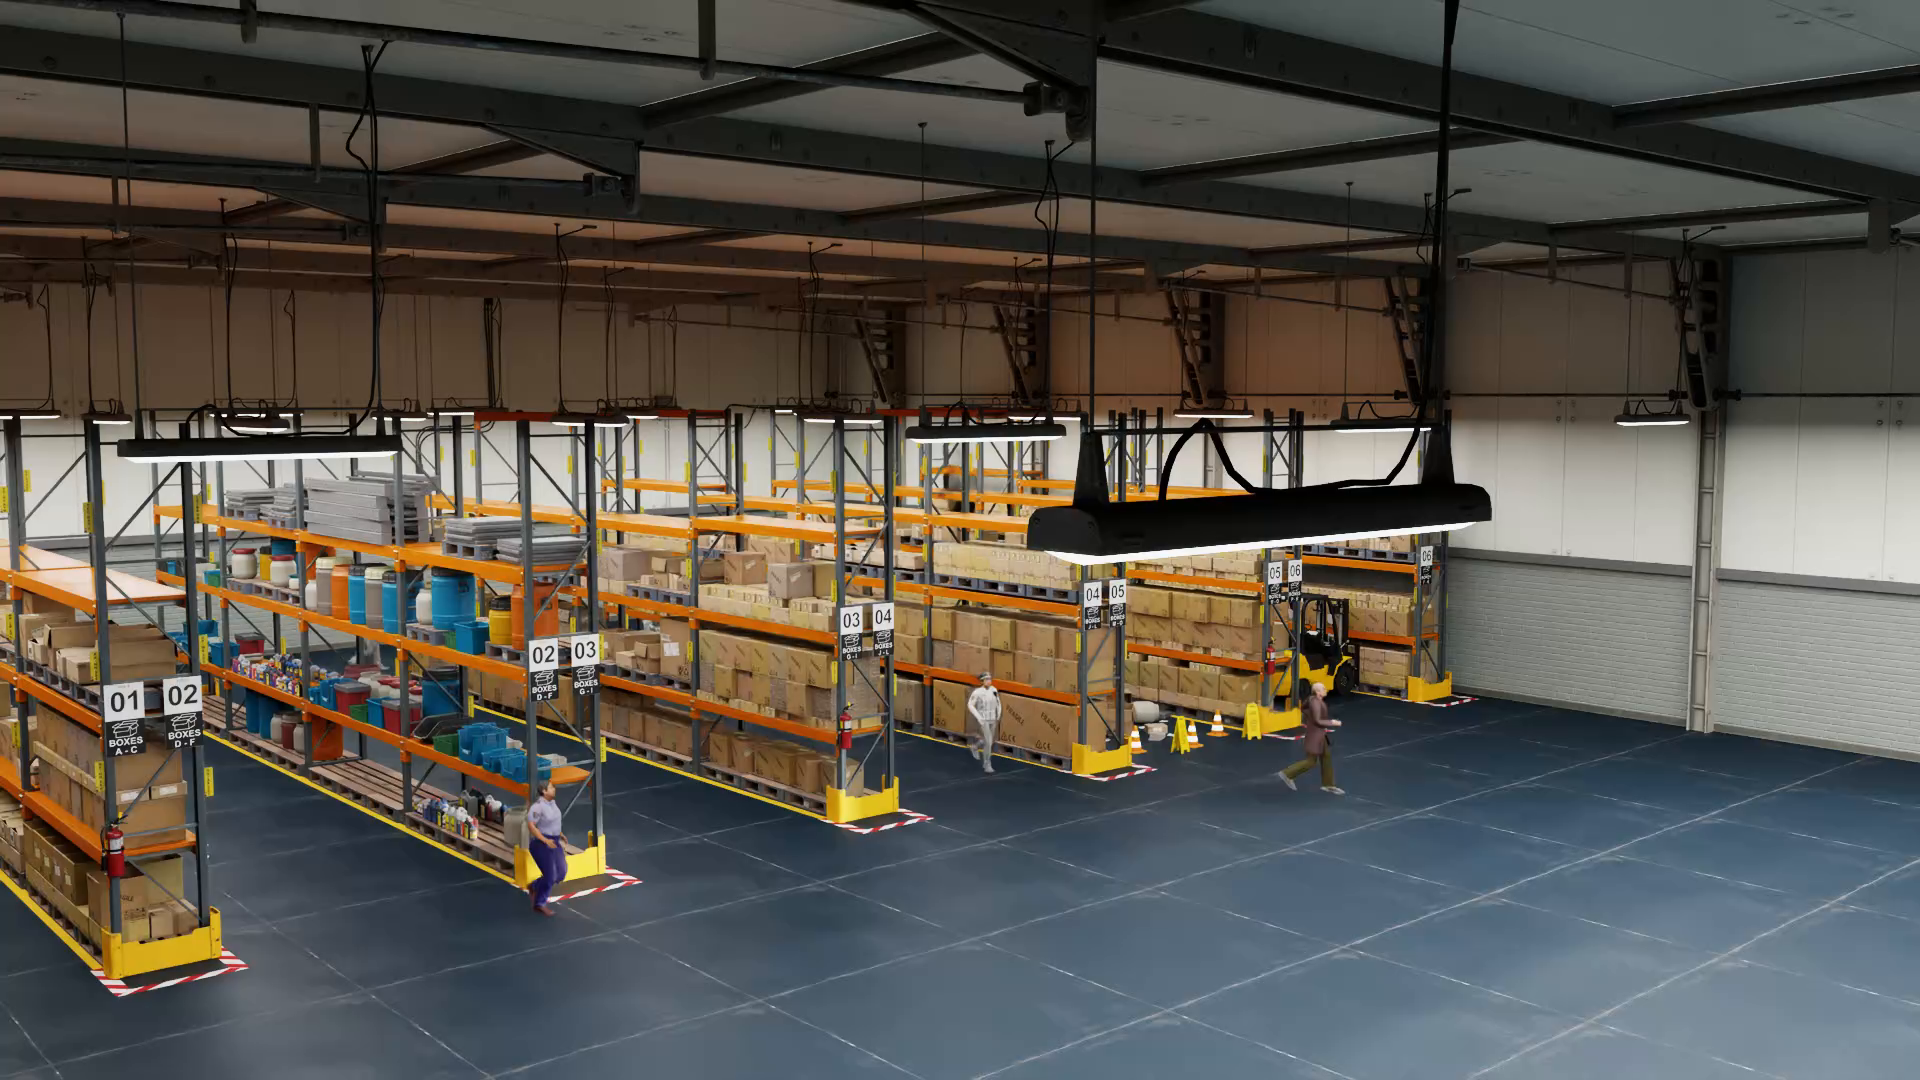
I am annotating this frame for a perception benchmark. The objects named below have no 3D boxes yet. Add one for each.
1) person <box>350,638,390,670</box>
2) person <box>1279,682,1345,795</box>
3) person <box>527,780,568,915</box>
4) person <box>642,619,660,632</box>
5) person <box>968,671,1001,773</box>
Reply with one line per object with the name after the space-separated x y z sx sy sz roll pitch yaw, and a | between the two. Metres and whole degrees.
-13.448 2.121 37.815 0.897 1.745 0.712 -3 6 -31 | person
5.577 3.136 26.299 1.049 1.792 0.717 1 5 10 | person
-5.078 3.753 20.417 0.525 1.602 0.670 1 5 12 | person
-7.820 1.782 41.987 0.648 1.761 0.656 -4 7 -41 | person
0.399 3.042 28.083 0.628 1.720 0.686 -3 6 -34 | person
